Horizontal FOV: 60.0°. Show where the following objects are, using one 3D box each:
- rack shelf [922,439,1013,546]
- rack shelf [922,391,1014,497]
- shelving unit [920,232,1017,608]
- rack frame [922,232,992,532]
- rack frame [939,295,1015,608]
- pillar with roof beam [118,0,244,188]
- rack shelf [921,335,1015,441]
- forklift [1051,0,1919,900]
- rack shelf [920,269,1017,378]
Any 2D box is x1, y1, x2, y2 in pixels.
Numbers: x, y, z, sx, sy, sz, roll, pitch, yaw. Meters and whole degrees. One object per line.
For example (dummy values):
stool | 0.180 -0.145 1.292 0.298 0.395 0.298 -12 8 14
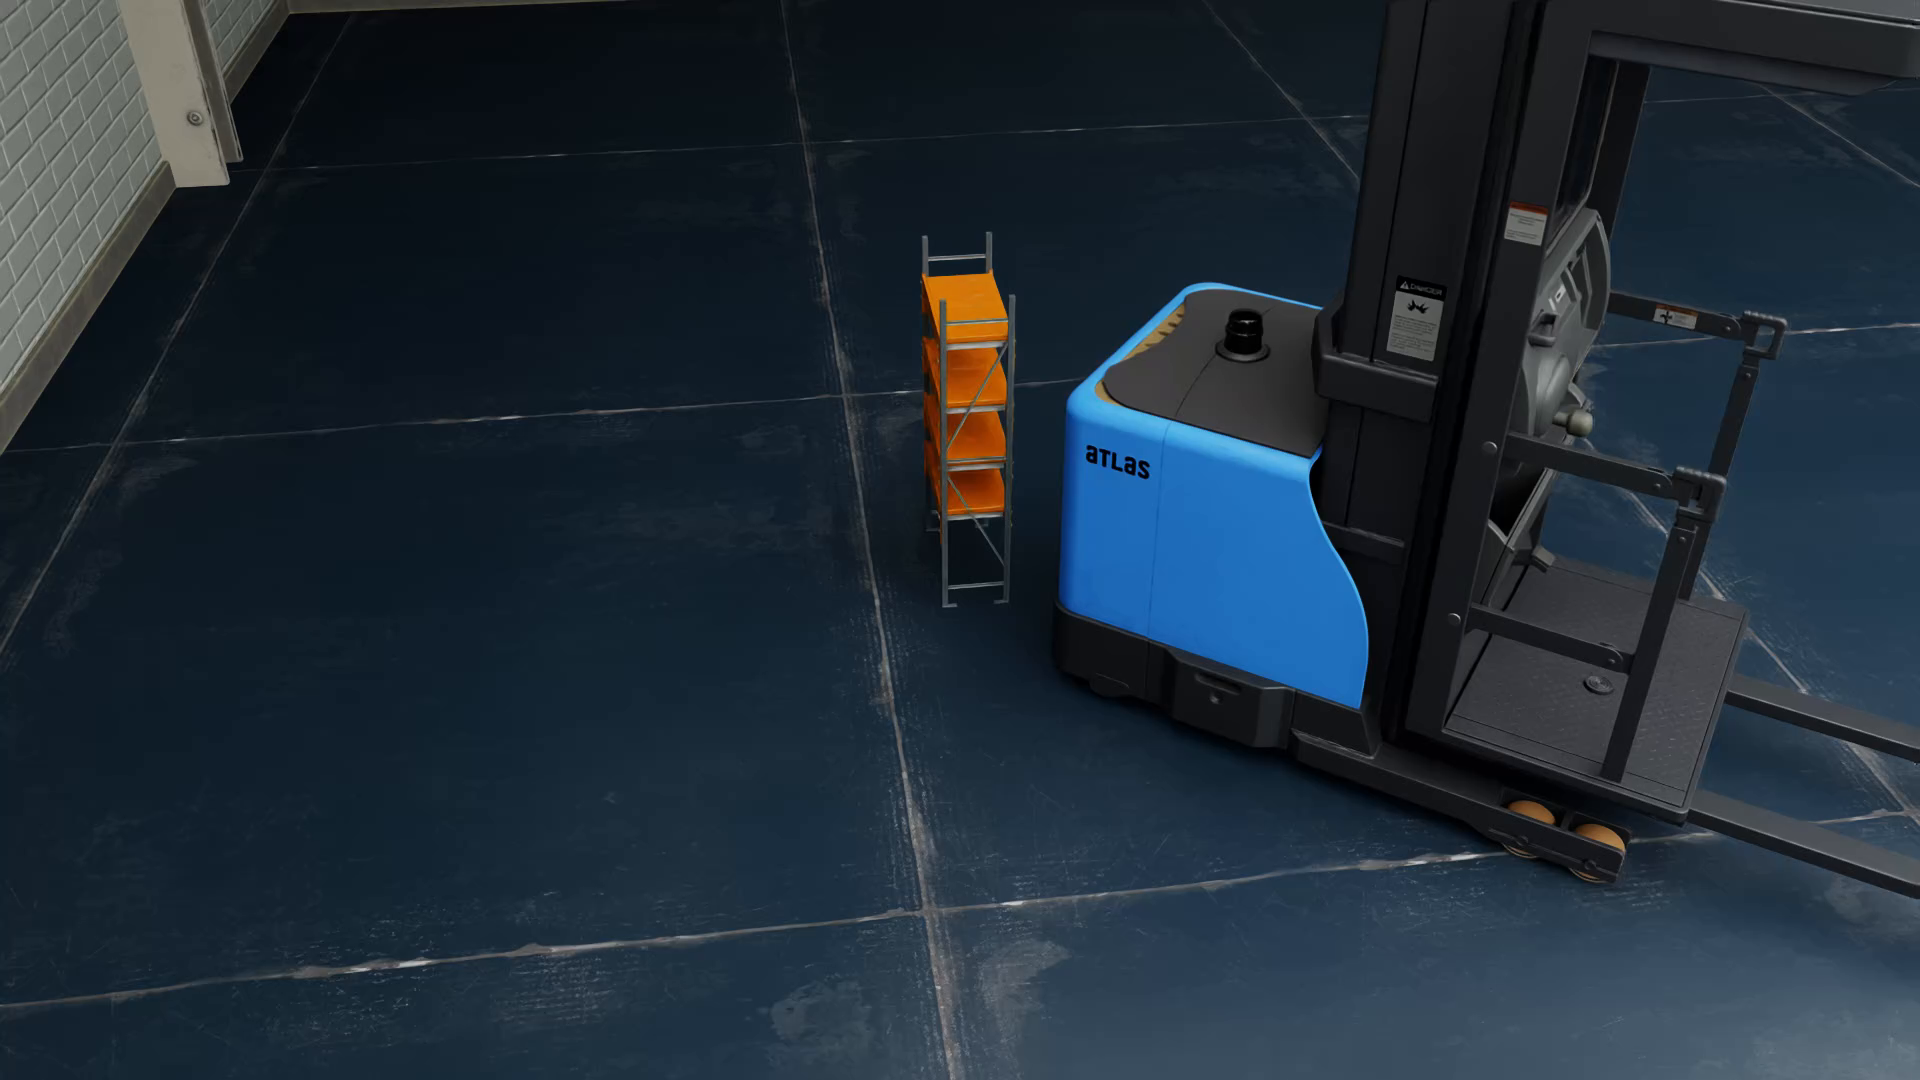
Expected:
rack shelf | 0.022 -0.184 5.926 0.258 0.148 0.480 -4 35 -6
rack shelf | 0.022 -0.348 5.814 0.258 0.148 0.480 -4 35 -6
shelving unit | 0.022 -0.403 5.777 0.258 1.200 0.503 -4 35 -6
rack frame | -0.011 -0.540 5.976 0.240 1.200 0.015 -4 35 -6
rack frame | 0.055 -0.267 5.577 0.240 1.200 0.015 -4 35 -6
pillar with roof beam | 0.079 -6.088 7.193 9.100 9.000 0.400 -4 35 -6
rack shelf | 0.022 -0.533 5.688 0.258 0.148 0.480 -4 35 -6
forklift | 1.838 -0.567 4.480 3.031 2.935 1.130 18 38 25
rack shelf | 0.022 -0.728 5.555 0.258 0.148 0.480 -4 35 -6
